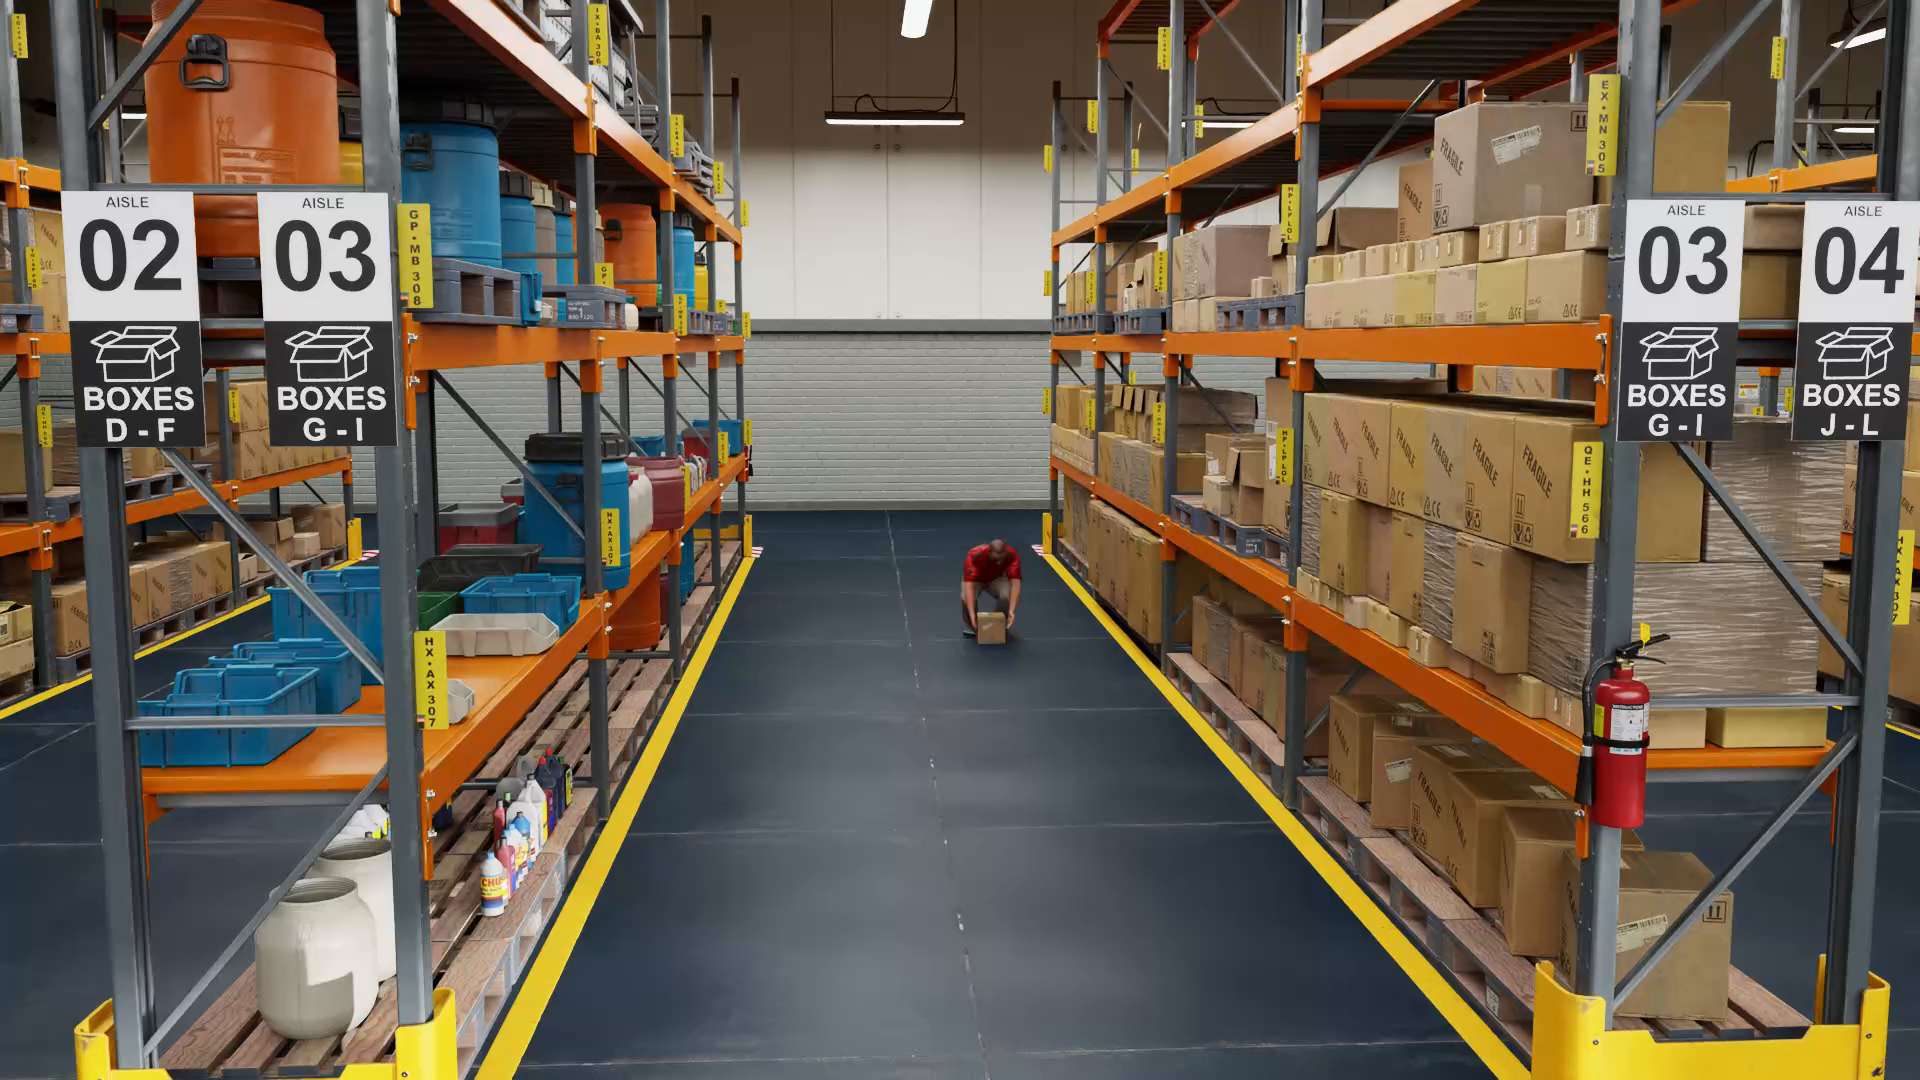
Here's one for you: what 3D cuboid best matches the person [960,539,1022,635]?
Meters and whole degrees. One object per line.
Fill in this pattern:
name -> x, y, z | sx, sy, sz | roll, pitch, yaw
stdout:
person -> 0.280, 0.423, 15.579 | 0.568, 0.949, 0.873 | 0, 7, -4
